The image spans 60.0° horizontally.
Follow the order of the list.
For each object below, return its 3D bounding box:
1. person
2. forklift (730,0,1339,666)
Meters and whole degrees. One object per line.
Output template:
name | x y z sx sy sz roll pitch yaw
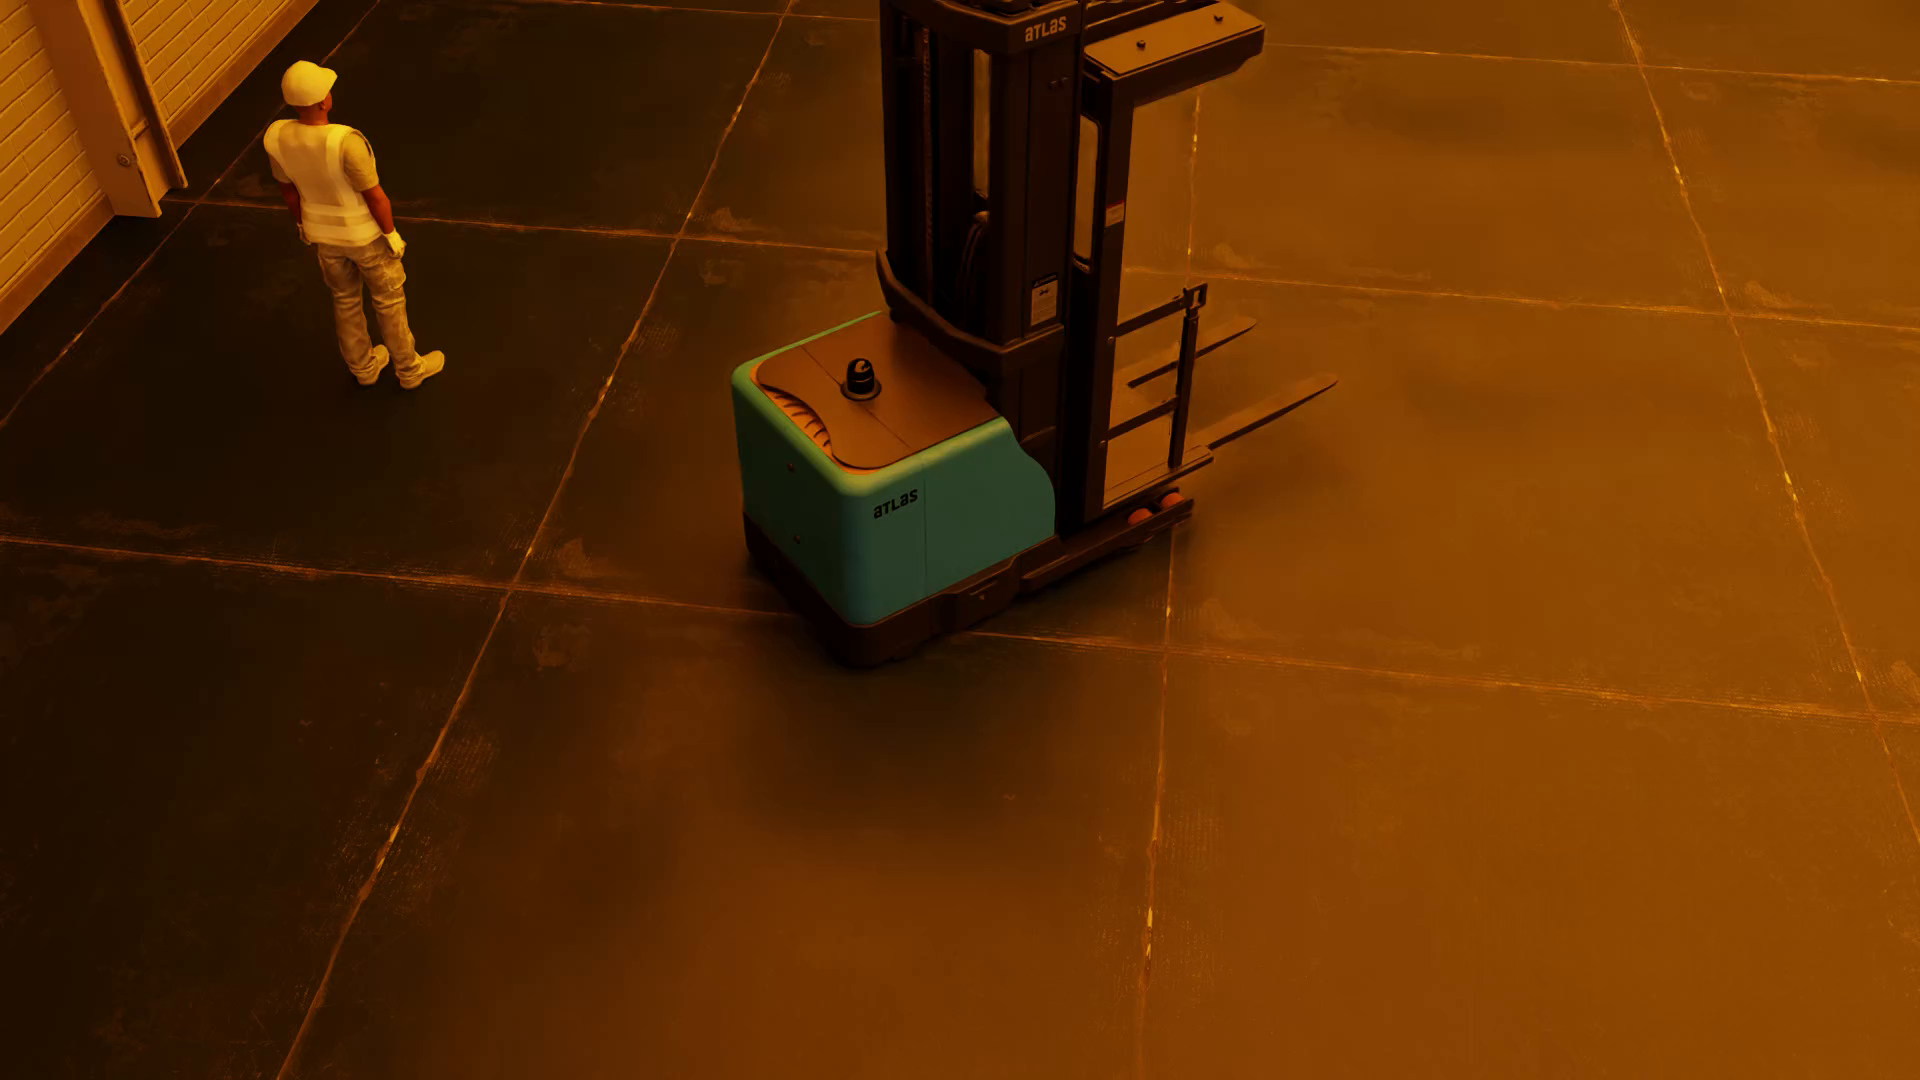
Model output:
person | -3.022 -1.544 8.251 0.549 1.790 0.369 9 43 10
forklift | 0.498 -1.332 7.174 3.031 2.935 1.130 -25 48 -25
